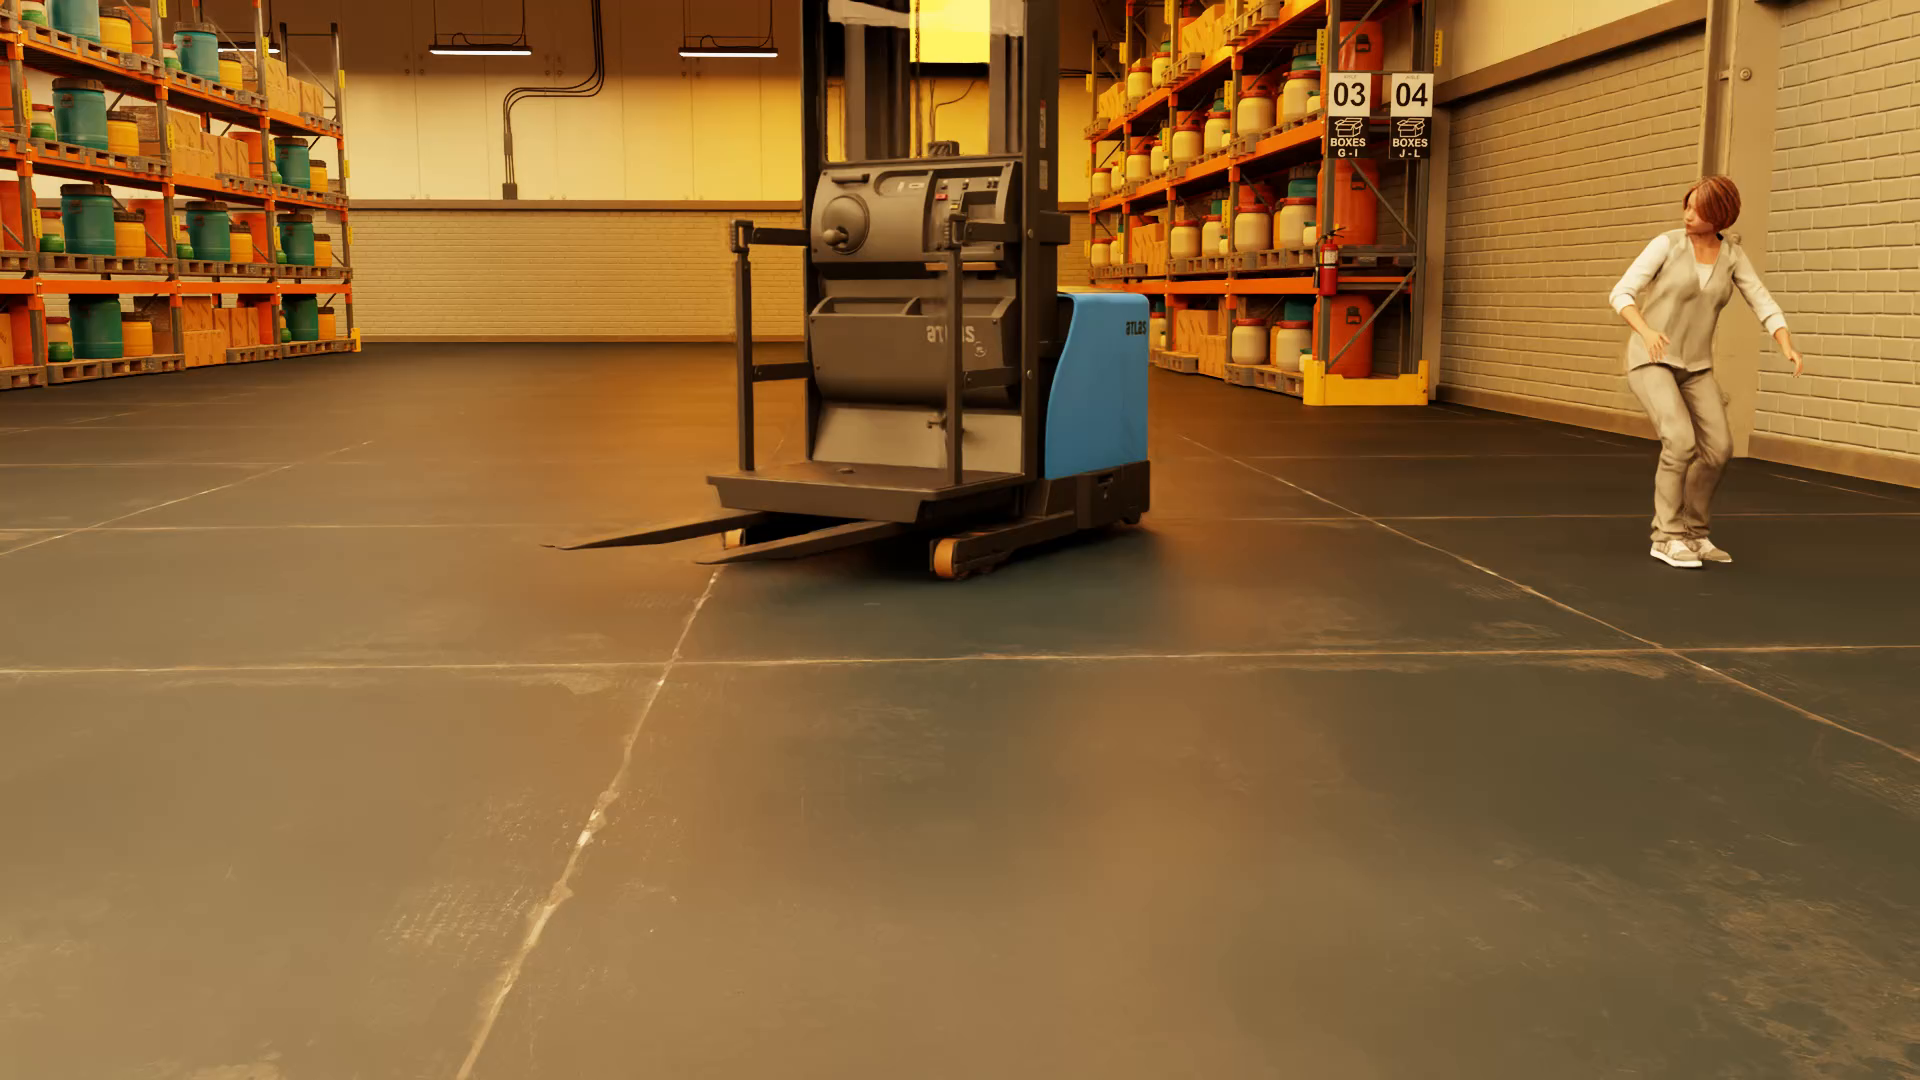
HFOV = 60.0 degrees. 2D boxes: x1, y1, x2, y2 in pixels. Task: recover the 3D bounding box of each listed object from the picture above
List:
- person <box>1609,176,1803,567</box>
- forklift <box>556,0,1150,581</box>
[{"bbox_3d":[2.934,-0.647,6.597,0.657,1.549,0.570,-1,9,-9],"label":"person"},{"bbox_3d":[-0.308,-1.372,6.571,1.130,2.935,3.031,5,10,31],"label":"forklift"}]
